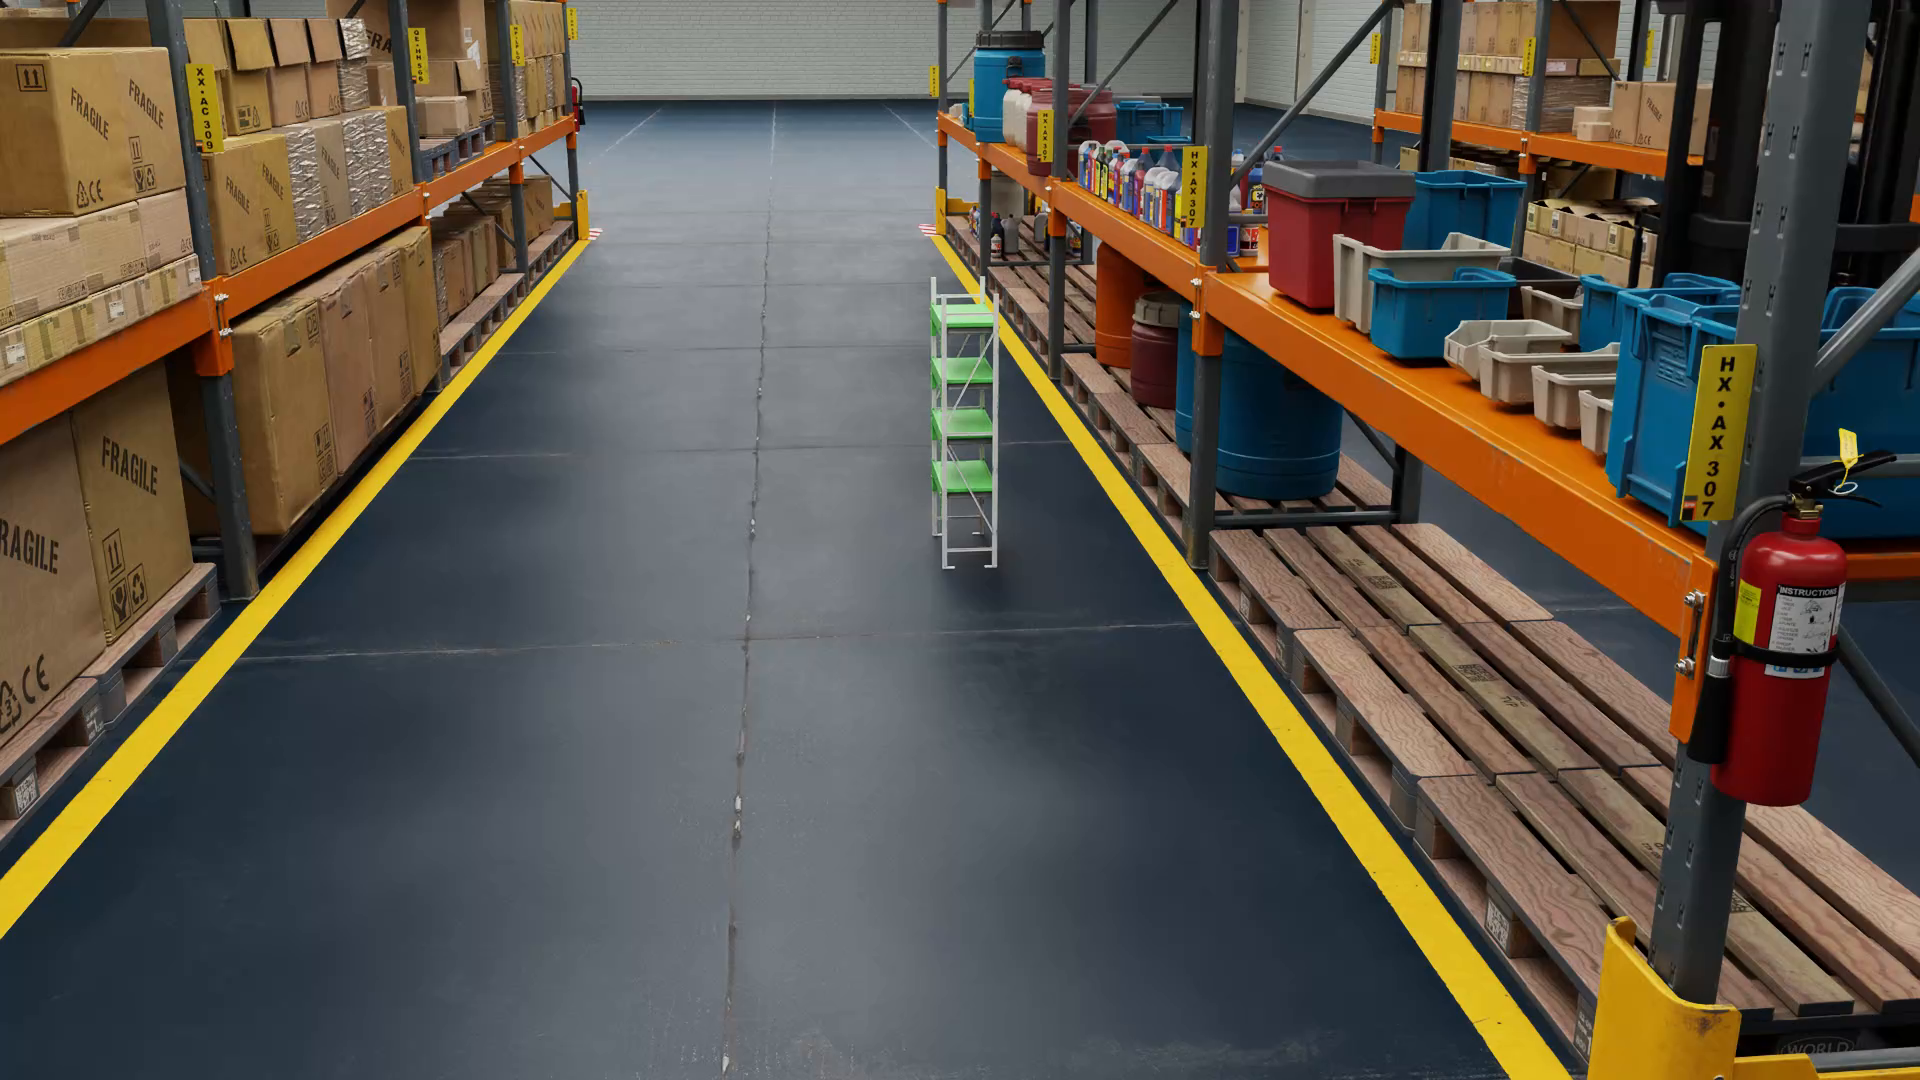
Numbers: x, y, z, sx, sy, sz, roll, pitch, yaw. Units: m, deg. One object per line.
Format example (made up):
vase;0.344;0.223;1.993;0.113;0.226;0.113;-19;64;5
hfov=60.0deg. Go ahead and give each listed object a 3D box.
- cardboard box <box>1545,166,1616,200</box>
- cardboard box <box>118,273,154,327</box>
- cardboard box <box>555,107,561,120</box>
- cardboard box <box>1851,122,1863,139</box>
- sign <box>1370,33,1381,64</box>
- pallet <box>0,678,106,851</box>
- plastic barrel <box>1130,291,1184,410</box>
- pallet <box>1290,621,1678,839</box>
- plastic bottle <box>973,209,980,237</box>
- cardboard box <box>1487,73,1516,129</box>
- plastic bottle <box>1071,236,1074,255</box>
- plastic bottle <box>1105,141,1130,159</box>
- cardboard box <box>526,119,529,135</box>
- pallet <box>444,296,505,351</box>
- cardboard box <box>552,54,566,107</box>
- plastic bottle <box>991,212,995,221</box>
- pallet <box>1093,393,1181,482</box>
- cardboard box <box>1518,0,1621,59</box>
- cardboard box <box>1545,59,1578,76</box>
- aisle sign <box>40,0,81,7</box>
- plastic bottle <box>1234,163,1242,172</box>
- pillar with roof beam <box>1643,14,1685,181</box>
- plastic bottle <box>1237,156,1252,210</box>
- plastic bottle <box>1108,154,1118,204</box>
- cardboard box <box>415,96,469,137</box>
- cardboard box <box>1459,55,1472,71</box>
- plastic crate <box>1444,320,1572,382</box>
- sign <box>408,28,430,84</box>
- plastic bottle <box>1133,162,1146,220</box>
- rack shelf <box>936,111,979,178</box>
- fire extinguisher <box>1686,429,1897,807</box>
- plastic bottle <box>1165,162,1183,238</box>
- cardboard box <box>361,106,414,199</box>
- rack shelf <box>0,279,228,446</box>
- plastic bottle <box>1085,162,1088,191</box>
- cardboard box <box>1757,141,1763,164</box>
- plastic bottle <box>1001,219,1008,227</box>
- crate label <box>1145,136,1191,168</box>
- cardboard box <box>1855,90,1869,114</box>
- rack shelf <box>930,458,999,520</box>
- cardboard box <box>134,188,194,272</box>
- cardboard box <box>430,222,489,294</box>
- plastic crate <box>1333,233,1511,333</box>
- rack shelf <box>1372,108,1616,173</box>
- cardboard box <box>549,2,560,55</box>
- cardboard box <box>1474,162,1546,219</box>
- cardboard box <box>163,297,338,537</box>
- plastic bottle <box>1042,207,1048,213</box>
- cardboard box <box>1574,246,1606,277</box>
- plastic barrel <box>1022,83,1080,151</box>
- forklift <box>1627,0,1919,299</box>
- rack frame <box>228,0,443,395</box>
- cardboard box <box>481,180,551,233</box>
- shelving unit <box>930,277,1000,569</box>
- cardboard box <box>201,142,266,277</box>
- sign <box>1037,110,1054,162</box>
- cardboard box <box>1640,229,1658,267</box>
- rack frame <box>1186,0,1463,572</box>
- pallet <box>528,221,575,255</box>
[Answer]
cardboard box;5.869;-3.257;15.679;0.500;0.500;0.500;-2;18;-6
cardboard box;-3.013;-0.820;5.701;0.380;0.149;0.250;-2;18;-7
cardboard box;-4.324;-4.403;17.115;0.380;0.149;0.250;-2;18;-6
cardboard box;6.024;-2.738;11.539;0.500;0.311;0.500;-1;17;-2
sign;4.641;-5.490;18.577;0.100;0.325;0.005;-2;18;-6
pallet;-3.293;0.750;4.937;1.003;0.211;1.213;-2;18;-6
plastic barrel;1.275;-1.087;9.456;0.600;0.588;0.708;-2;18;-6
pallet;1.747;0.586;5.459;1.003;0.211;1.213;-2;18;-6
plastic bottle;0.178;-3.158;16.550;0.097;0.271;0.097;0;17;0
cardboard box;5.493;-4.199;15.877;0.700;0.500;0.500;-2;18;-6
plastic bottle;1.071;-2.724;15.283;0.097;0.201;0.097;0;17;0
plastic bottle;0.965;-2.325;10.283;0.152;0.276;0.135;-2;18;-6
cardboard box;-4.037;-3.659;14.745;0.380;0.149;0.250;-2;18;-6
pallet;-4.037;-1.631;12.519;1.003;0.211;1.213;-2;18;-6
cardboard box;-4.460;-4.629;16.750;0.875;0.500;0.500;-2;18;-6
plastic bottle;0.306;-2.897;15.584;0.144;0.351;0.185;-3;18;-8
pallet;1.337;-0.592;9.211;1.003;0.211;1.213;-2;18;-6
cardboard box;5.554;-4.661;15.183;0.700;0.500;0.500;-2;18;-5
cardboard box;5.365;-4.294;15.097;0.380;0.149;0.250;-2;18;-6
aisle sign;-9.313;-5.897;17.112;0.394;0.787;0.004;-2;18;-6
plastic bottle;1.625;-2.068;9.588;0.097;0.201;0.097;0;17;0
pillar with roof beam;6.152;-9.543;23.052;9.100;9.000;0.400;-2;18;-6
plastic bottle;1.551;-1.956;9.093;0.061;0.283;0.133;-2;18;-6
plastic bottle;0.884;-2.037;9.372;0.097;0.271;0.097;0;17;0
cardboard box;-3.780;-3.001;11.777;0.500;0.250;0.500;-2;18;-7
cardboard box;5.205;-4.751;16.554;0.380;0.149;0.250;-1;17;-4
plastic crate;1.534;-0.532;4.704;0.298;0.136;0.250;-2;18;-6
sign;-3.284;-2.936;10.089;0.100;0.325;0.005;-2;18;-6
plastic bottle;0.945;-1.815;8.644;0.061;0.283;0.133;-2;18;-6
rack shelf;0.472;-3.963;16.494;1.077;0.370;4.000;-2;18;-6
fire extinguisher;1.480;0.139;2.980;0.296;0.674;0.183;-2;18;-6
plastic bottle;1.064;-1.622;7.919;0.144;0.351;0.185;-2;18;-6
cardboard box;-3.538;-2.274;9.746;0.500;0.500;0.500;-1;17;-4
rack shelf;-3.217;-0.235;4.618;1.077;0.370;4.000;-2;18;-6
plastic bottle;0.809;-2.221;10.074;0.097;0.201;0.097;0;17;0
cardboard box;5.651;-2.810;12.040;0.380;0.149;0.250;-2;18;-6
plastic bottle;0.450;-2.873;15.634;0.152;0.276;0.135;-2;18;-6
crate label;1.420;-2.576;11.154;0.303;0.233;0.416;-2;18;-6
cardboard box;9.969;-4.685;17.809;0.500;0.250;0.500;-2;18;-7
rack shelf;0.017;-0.233;7.431;0.258;0.148;0.480;-2;18;-6
cardboard box;-3.116;-1.121;5.993;0.500;0.250;0.500;-2;18;-7
cardboard box;-4.176;-2.248;13.270;0.700;0.500;0.500;-2;18;-6
plastic crate;1.478;-0.838;5.438;0.437;0.282;0.530;-2;18;-6
rack shelf;5.400;-4.115;16.978;1.077;0.370;4.000;-2;18;-6
cardboard box;-4.301;-5.111;16.616;0.500;0.500;0.500;-2;18;-6
cardboard box;5.301;-3.389;16.103;0.500;0.500;0.500;-2;18;-6
cardboard box;-3.509;-0.551;7.269;1.225;0.875;0.875;-2;18;-5
plastic bottle;0.890;-3.203;16.685;0.152;0.276;0.135;-2;18;-5
cardboard box;5.509;-2.316;13.937;0.500;0.250;0.500;-2;18;-7
plastic barrel;0.679;-3.136;12.431;0.433;0.535;0.433;0;17;0
forklift;4.016;-1.739;8.323;1.130;2.935;3.031;2;18;6
rack frame;-3.835;-2.366;10.205;1.000;3.000;0.127;-2;18;-6
cardboard box;-4.517;-3.393;16.950;0.500;0.500;0.500;3;18;9
shelving unit;0.017;-0.523;7.340;0.258;1.200;0.503;-2;18;-6
cardboard box;-3.222;-1.366;6.855;0.500;0.500;0.500;-2;18;-5
sign;0.545;-2.578;10.607;0.100;0.325;0.005;-2;18;-6
cardboard box;5.610;-2.280;12.886;0.500;0.311;0.500;-2;18;-6
rack frame;1.504;-1.327;6.896;1.000;3.000;0.127;-2;18;-6
pallet;-4.604;-3.153;17.368;1.003;0.211;1.213;-2;18;-6
